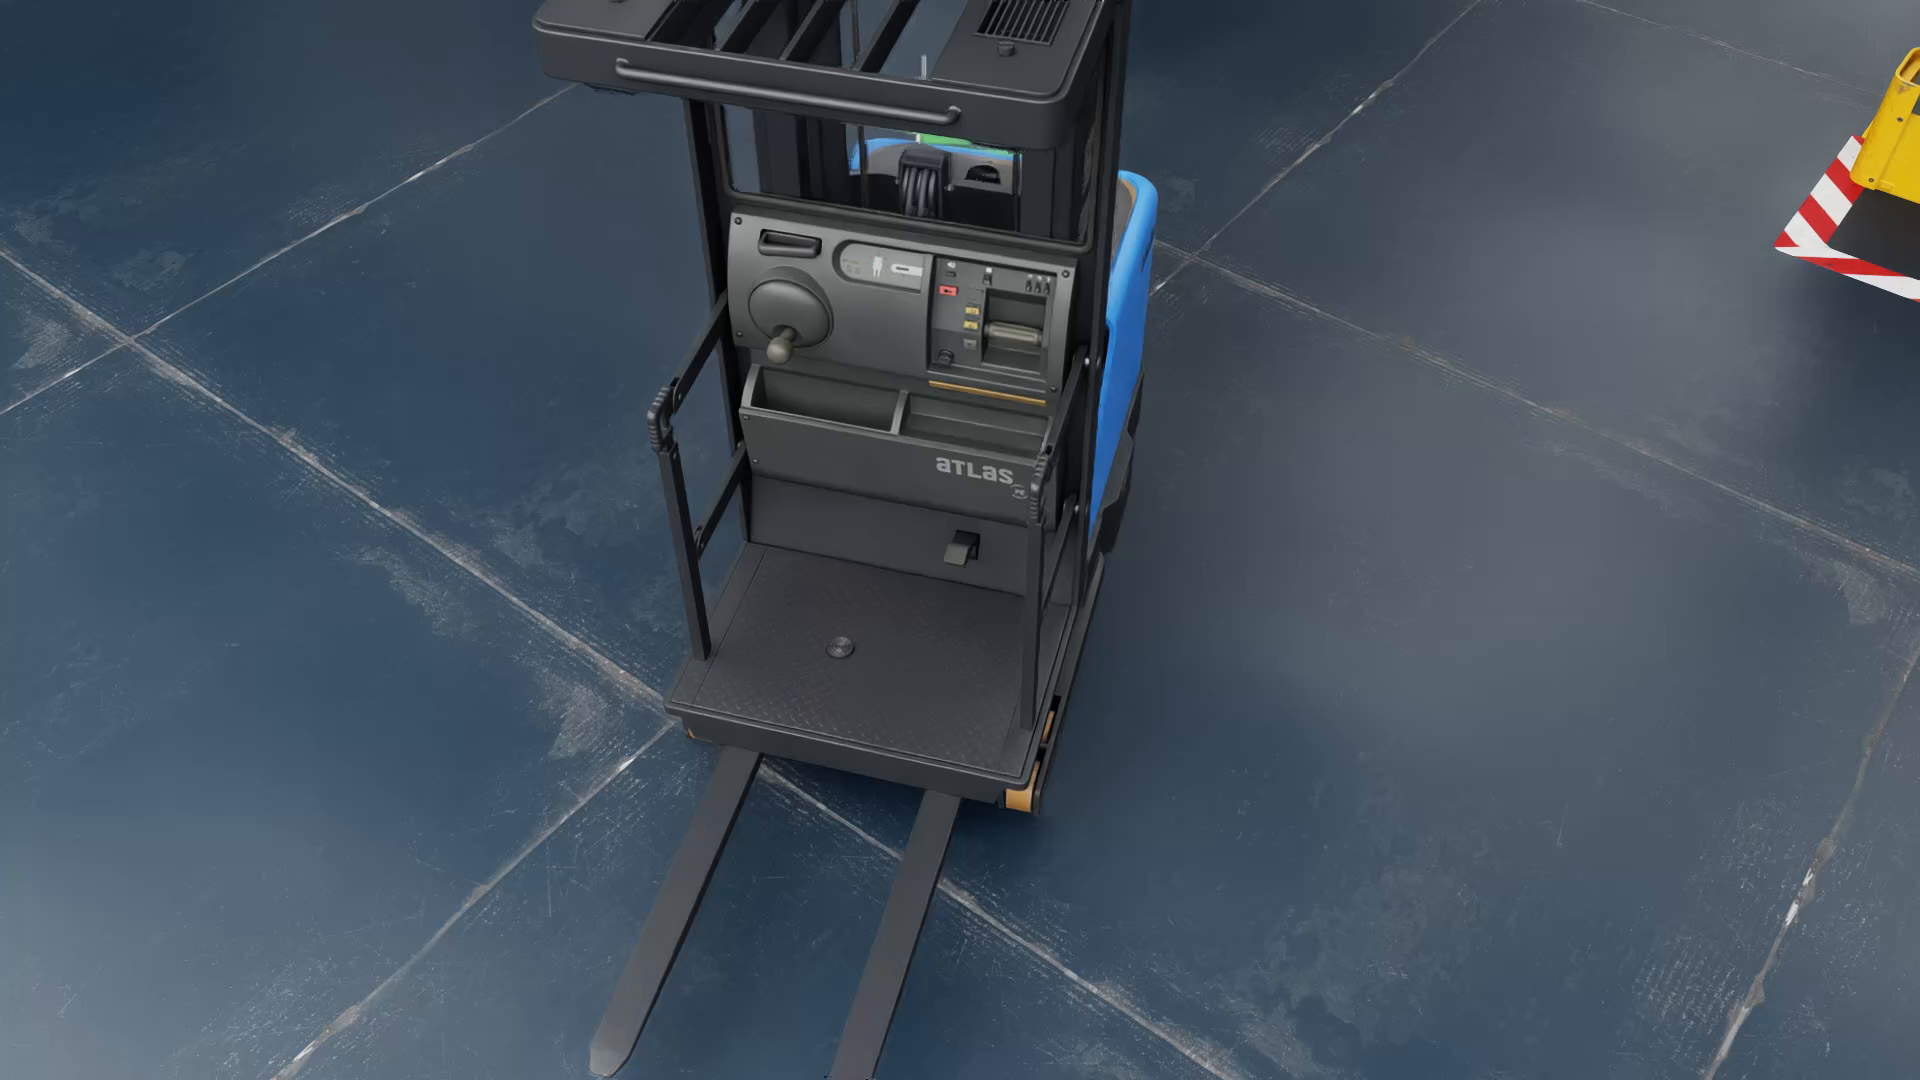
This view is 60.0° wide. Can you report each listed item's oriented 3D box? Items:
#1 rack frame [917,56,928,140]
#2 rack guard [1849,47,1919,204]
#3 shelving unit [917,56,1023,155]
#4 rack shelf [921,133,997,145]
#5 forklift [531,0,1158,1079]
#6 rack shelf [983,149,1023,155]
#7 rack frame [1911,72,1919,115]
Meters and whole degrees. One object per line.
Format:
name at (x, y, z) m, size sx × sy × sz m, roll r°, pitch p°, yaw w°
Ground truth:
rack frame at (-0.128, -1.148, 6.017) m, size 0.015 × 1.200 × 0.240 m, roll 3°, pitch 46°, yaw 3°
rack guard at (4.427, -1.582, 6.916) m, size 1.175 × 0.500 × 0.348 m, roll 29°, pitch 53°, yaw 25°
shelving unit at (0.116, -1.135, 6.004) m, size 0.503 × 1.200 × 0.258 m, roll 3°, pitch 46°, yaw 3°
rack shelf at (0.116, -1.422, 5.703) m, size 0.480 × 0.148 × 0.258 m, roll 3°, pitch 46°, yaw 3°
forklift at (-0.217, -0.520, 4.220) m, size 1.130 × 2.935 × 3.031 m, roll 11°, pitch 47°, yaw 10°
rack shelf at (0.116, -1.257, 5.877) m, size 0.480 × 0.148 × 0.258 m, roll 3°, pitch 46°, yaw 3°
rack frame at (4.380, -2.402, 5.970) m, size 1.000 × 3.000 × 0.127 m, roll 29°, pitch 53°, yaw 25°
